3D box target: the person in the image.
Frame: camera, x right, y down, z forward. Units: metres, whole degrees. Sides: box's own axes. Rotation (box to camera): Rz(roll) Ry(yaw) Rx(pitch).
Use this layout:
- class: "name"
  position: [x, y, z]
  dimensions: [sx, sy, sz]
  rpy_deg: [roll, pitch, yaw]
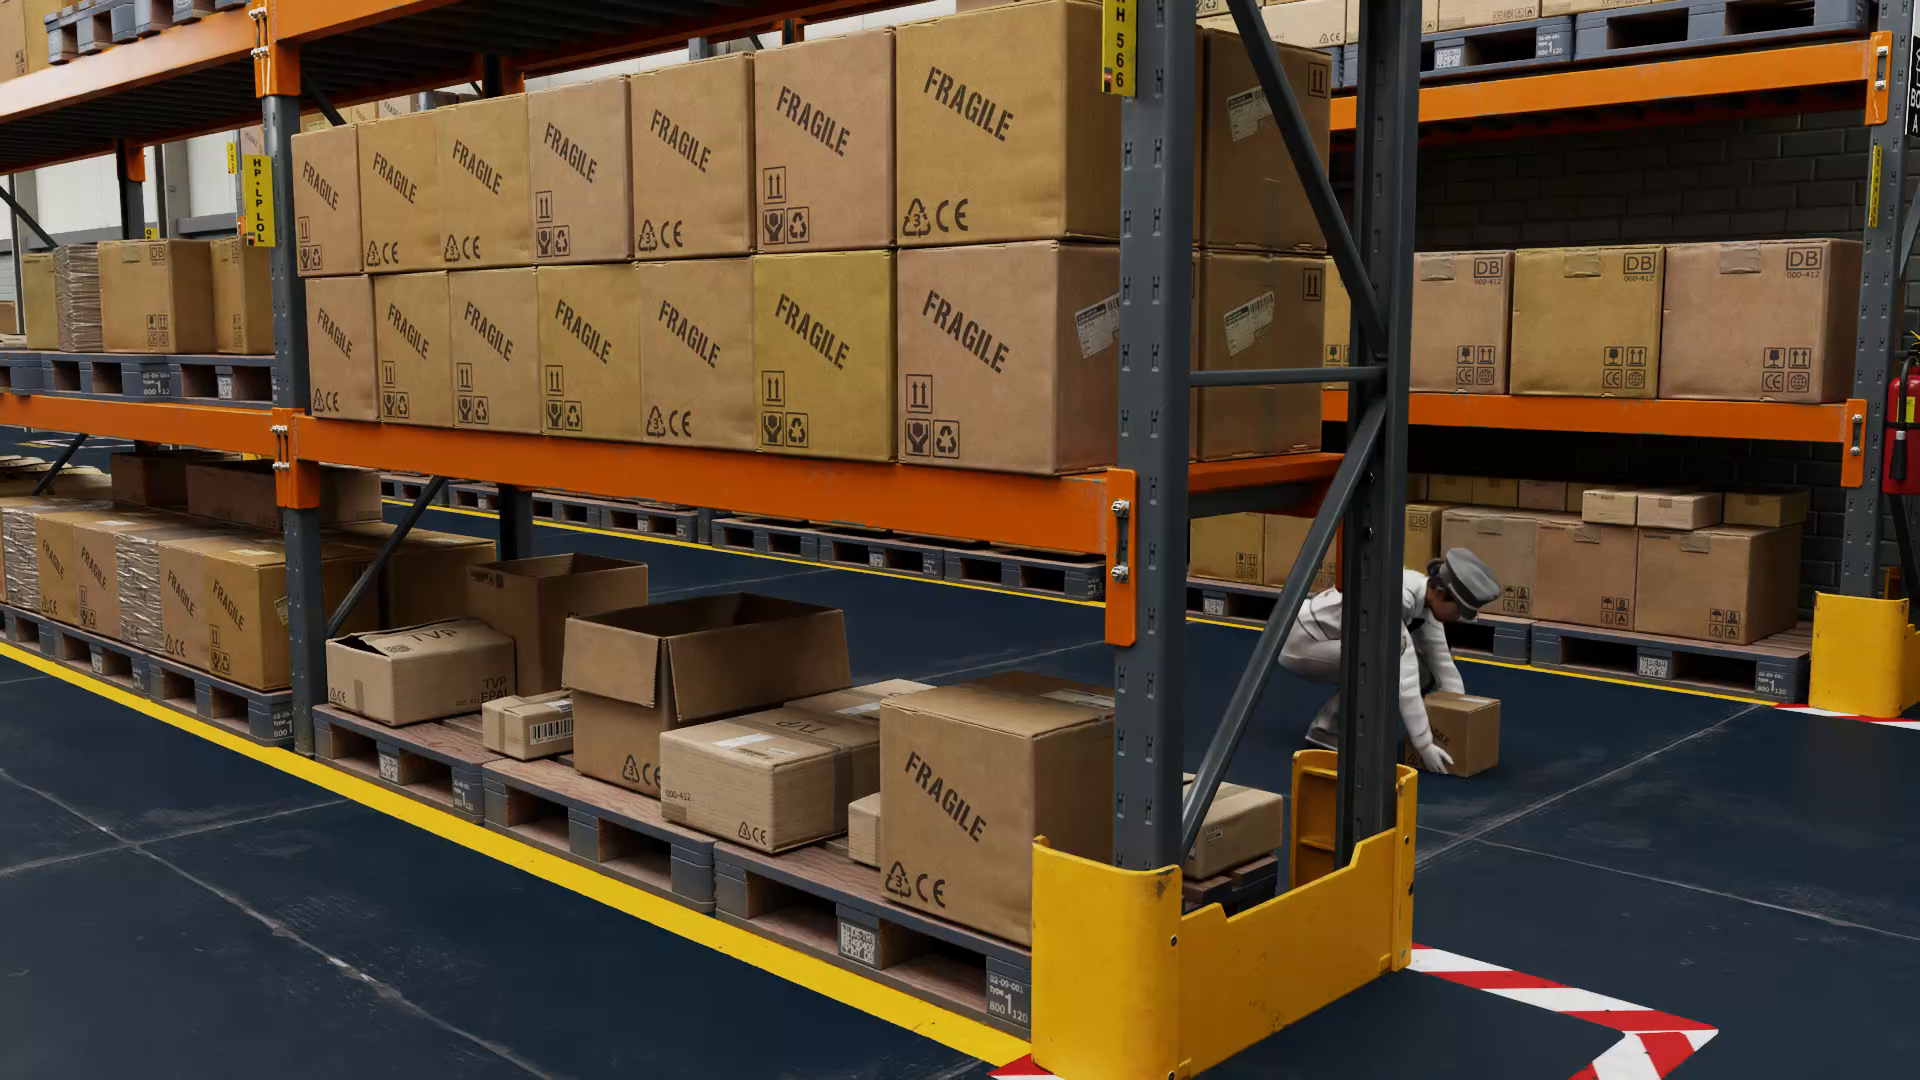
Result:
- class: "person"
  position: [1.624, 0.431, 6.381]
  dimensions: [0.868, 0.850, 0.470]
  rpy_deg: [7, 10, 43]
